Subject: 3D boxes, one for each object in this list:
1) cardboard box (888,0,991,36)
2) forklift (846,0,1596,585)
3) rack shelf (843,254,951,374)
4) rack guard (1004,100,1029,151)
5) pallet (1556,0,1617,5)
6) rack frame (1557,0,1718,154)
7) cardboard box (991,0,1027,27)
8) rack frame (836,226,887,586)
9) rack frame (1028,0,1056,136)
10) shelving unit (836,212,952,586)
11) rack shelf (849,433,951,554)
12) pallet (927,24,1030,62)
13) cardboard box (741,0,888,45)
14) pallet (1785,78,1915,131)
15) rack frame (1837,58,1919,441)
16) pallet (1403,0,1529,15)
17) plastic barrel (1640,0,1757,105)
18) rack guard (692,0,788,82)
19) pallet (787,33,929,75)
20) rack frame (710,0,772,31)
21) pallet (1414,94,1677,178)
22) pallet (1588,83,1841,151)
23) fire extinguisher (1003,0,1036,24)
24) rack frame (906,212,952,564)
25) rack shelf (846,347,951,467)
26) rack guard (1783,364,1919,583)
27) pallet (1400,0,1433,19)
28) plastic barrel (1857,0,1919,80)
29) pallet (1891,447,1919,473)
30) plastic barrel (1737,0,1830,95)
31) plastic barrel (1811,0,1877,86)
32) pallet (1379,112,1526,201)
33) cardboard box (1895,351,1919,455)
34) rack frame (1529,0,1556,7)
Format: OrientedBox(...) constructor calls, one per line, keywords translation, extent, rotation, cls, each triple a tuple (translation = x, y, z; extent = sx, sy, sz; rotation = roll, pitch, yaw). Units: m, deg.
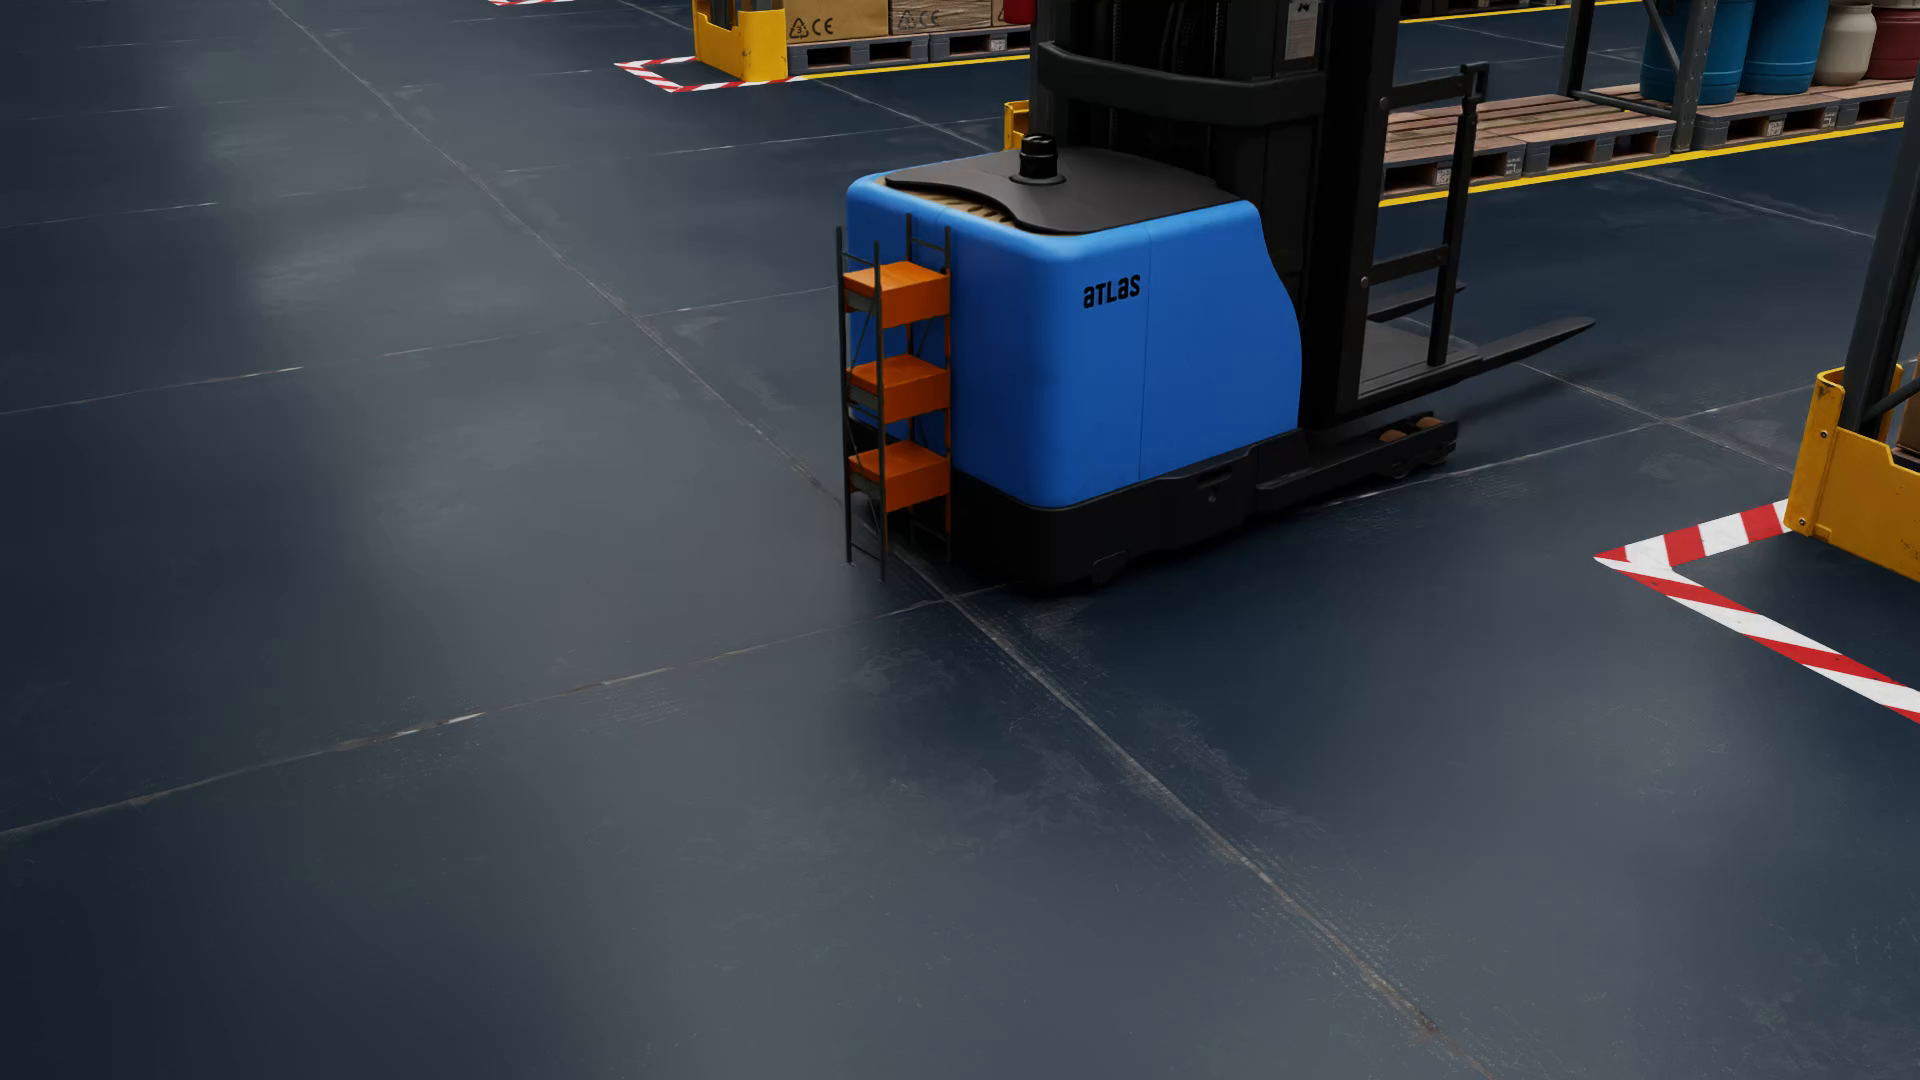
OrientedBox(translation=(-0.340, -4.568, 13.269), extent=(0.875, 0.875, 0.875), rotation=(-13, 29, -25), cls="cardboard box")
OrientedBox(translation=(1.107, -1.690, 5.384), extent=(3.031, 2.935, 1.130), rotation=(-19, 31, -34), cls="forklift")
OrientedBox(translation=(-0.187, -0.649, 4.758), extent=(0.240, 0.259, 0.215), rotation=(-19, 31, -34), cls="rack shelf")
OrientedBox(translation=(0.646, -1.962, 8.759), extent=(0.348, 0.500, 1.175), rotation=(-13, 29, -25), cls="rack guard")
OrientedBox(translation=(6.079, -5.521, 16.506), extent=(1.213, 0.211, 1.003), rotation=(-13, 29, -25), cls="pallet")
OrientedBox(translation=(4.190, -3.914, 9.936), extent=(0.127, 3.000, 1.000), rotation=(-13, 29, -25), cls="rack frame")
OrientedBox(translation=(0.446, -4.750, 13.646), extent=(0.875, 0.875, 0.875), rotation=(-13, 29, -25), cls="cardboard box")
OrientedBox(translation=(-0.282, -0.370, 4.808), extent=(0.008, 1.050, 0.200), rotation=(-19, 31, -34), cls="rack frame")
OrientedBox(translation=(0.661, -3.099, 8.239), extent=(0.127, 3.000, 1.000), rotation=(-13, 29, -25), cls="rack frame")
OrientedBox(translation=(-0.187, -0.403, 4.876), extent=(0.252, 1.050, 0.215), rotation=(-19, 31, -34), cls="shelving unit")
OrientedBox(translation=(-0.187, -0.143, 5.001), extent=(0.240, 0.259, 0.215), rotation=(-19, 31, -34), cls="rack shelf")
OrientedBox(translation=(0.074, -4.173, 13.698), extent=(1.213, 0.211, 1.003), rotation=(-13, 29, -25), cls="pallet")
OrientedBox(translation=(-1.143, -4.383, 12.883), extent=(0.875, 0.875, 0.875), rotation=(-13, 29, -25), cls="cardboard box")
OrientedBox(translation=(5.969, -3.048, 11.355), extent=(1.213, 0.211, 1.003), rotation=(-13, 29, -25), cls="pallet")
OrientedBox(translation=(2.989, -1.207, 4.297), extent=(0.127, 3.000, 1.000), rotation=(-13, 29, -25), cls="rack frame")
OrientedBox(translation=(4.658, -5.231, 15.901), extent=(1.213, 0.211, 1.003), rotation=(-13, 29, -25), cls="pallet")
OrientedBox(translation=(4.678, -3.261, 10.516), extent=(0.708, 0.901, 0.600), rotation=(-13, 29, -25), cls="plastic barrel")
OrientedBox(translation=(-1.691, -3.859, 12.710), extent=(0.348, 0.500, 1.175), rotation=(-13, 29, -25), cls="rack guard")
OrientedBox(translation=(-1.001, -3.926, 13.184), extent=(1.213, 0.211, 1.003), rotation=(-13, 29, -25), cls="pallet")
OrientedBox(translation=(-1.670, -4.991, 12.179), extent=(0.127, 3.000, 1.000), rotation=(-13, 29, -25), cls="rack frame")
OrientedBox(translation=(3.560, -2.492, 10.197), extent=(1.213, 0.211, 1.003), rotation=(-13, 29, -25), cls="pallet")
OrientedBox(translation=(4.891, -2.798, 10.833), extent=(1.213, 0.211, 1.003), rotation=(-13, 29, -25), cls="pallet")
OrientedBox(translation=(0.314, -3.039, 8.634), extent=(0.183, 0.674, 0.296), rotation=(-13, 29, -25), cls="fire extinguisher")
OrientedBox(translation=(-0.091, -0.435, 4.944), extent=(0.008, 1.050, 0.200), rotation=(-19, 31, -34), cls="rack frame")
OrientedBox(translation=(-0.187, -0.393, 4.880), extent=(0.240, 0.259, 0.215), rotation=(-19, 31, -34), cls="rack shelf")
OrientedBox(translation=(3.056, -0.095, 4.871), extent=(0.348, 0.500, 1.175), rotation=(-13, 29, -25), cls="rack guard")
OrientedBox(translation=(3.583, -4.984, 15.387), extent=(1.213, 0.211, 1.003), rotation=(-13, 29, -25), cls="pallet")
OrientedBox(translation=(6.300, -3.494, 11.363), extent=(0.708, 0.588, 0.600), rotation=(-13, 29, -25), cls="plastic barrel")
OrientedBox(translation=(3.759, -0.128, 5.272), extent=(1.213, 0.211, 1.003), rotation=(-13, 29, -25), cls="pallet")
OrientedBox(translation=(5.303, -3.406, 10.817), extent=(0.708, 0.901, 0.600), rotation=(-13, 29, -25), cls="plastic barrel")
OrientedBox(translation=(5.844, -3.311, 11.069), extent=(0.421, 0.512, 0.421), rotation=(0, 26, 0), cls="plastic barrel")
OrientedBox(translation=(2.482, -2.242, 9.675), extent=(1.213, 0.211, 1.003), rotation=(-13, 29, -25), cls="pallet")
OrientedBox(translation=(3.352, -0.483, 5.170), extent=(0.500, 0.500, 0.500), rotation=(-13, 29, -25), cls="cardboard box")
OrientedBox(translation=(5.389, -6.620, 15.572), extent=(0.127, 3.000, 1.000), rotation=(-13, 29, -25), cls="rack frame")
